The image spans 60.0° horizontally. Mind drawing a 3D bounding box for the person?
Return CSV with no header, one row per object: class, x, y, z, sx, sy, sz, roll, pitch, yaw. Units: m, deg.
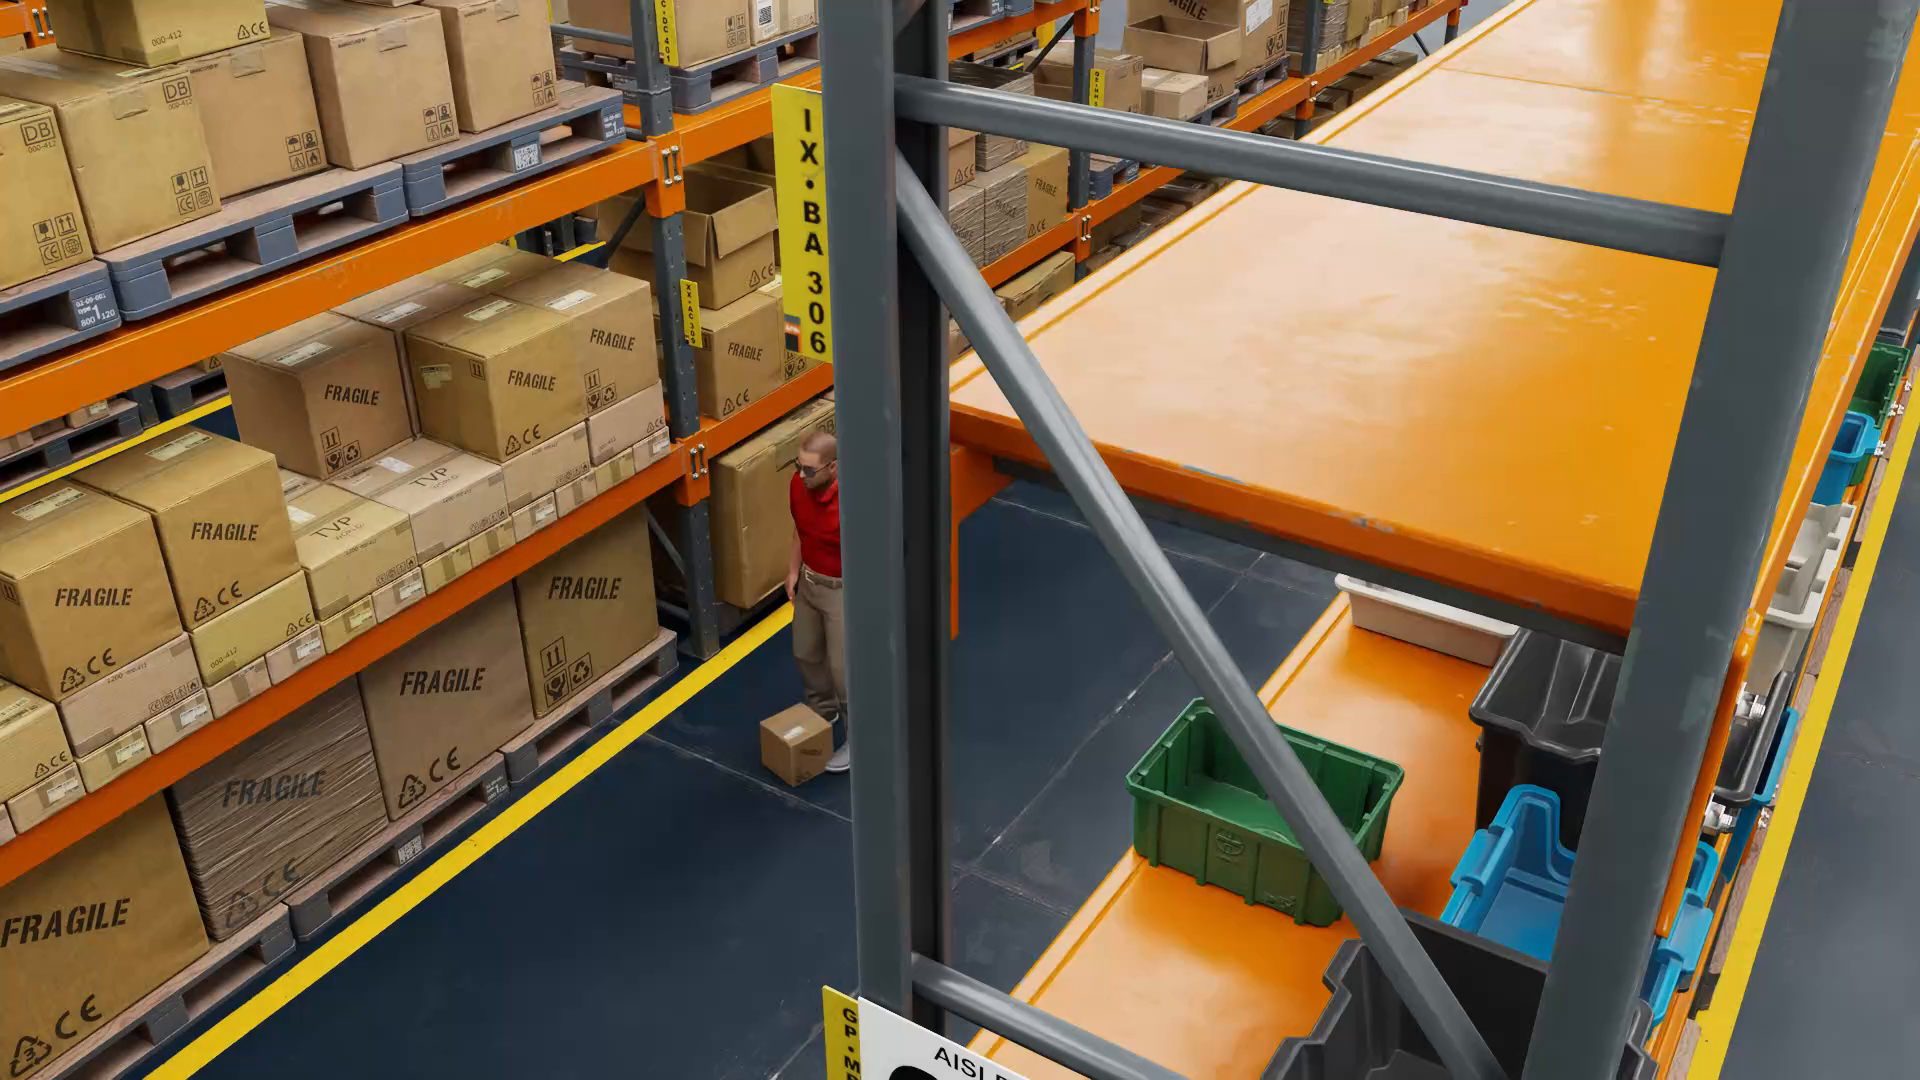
person,-0.598,0.255,7.766,0.397,1.726,0.582,-26,39,-37
